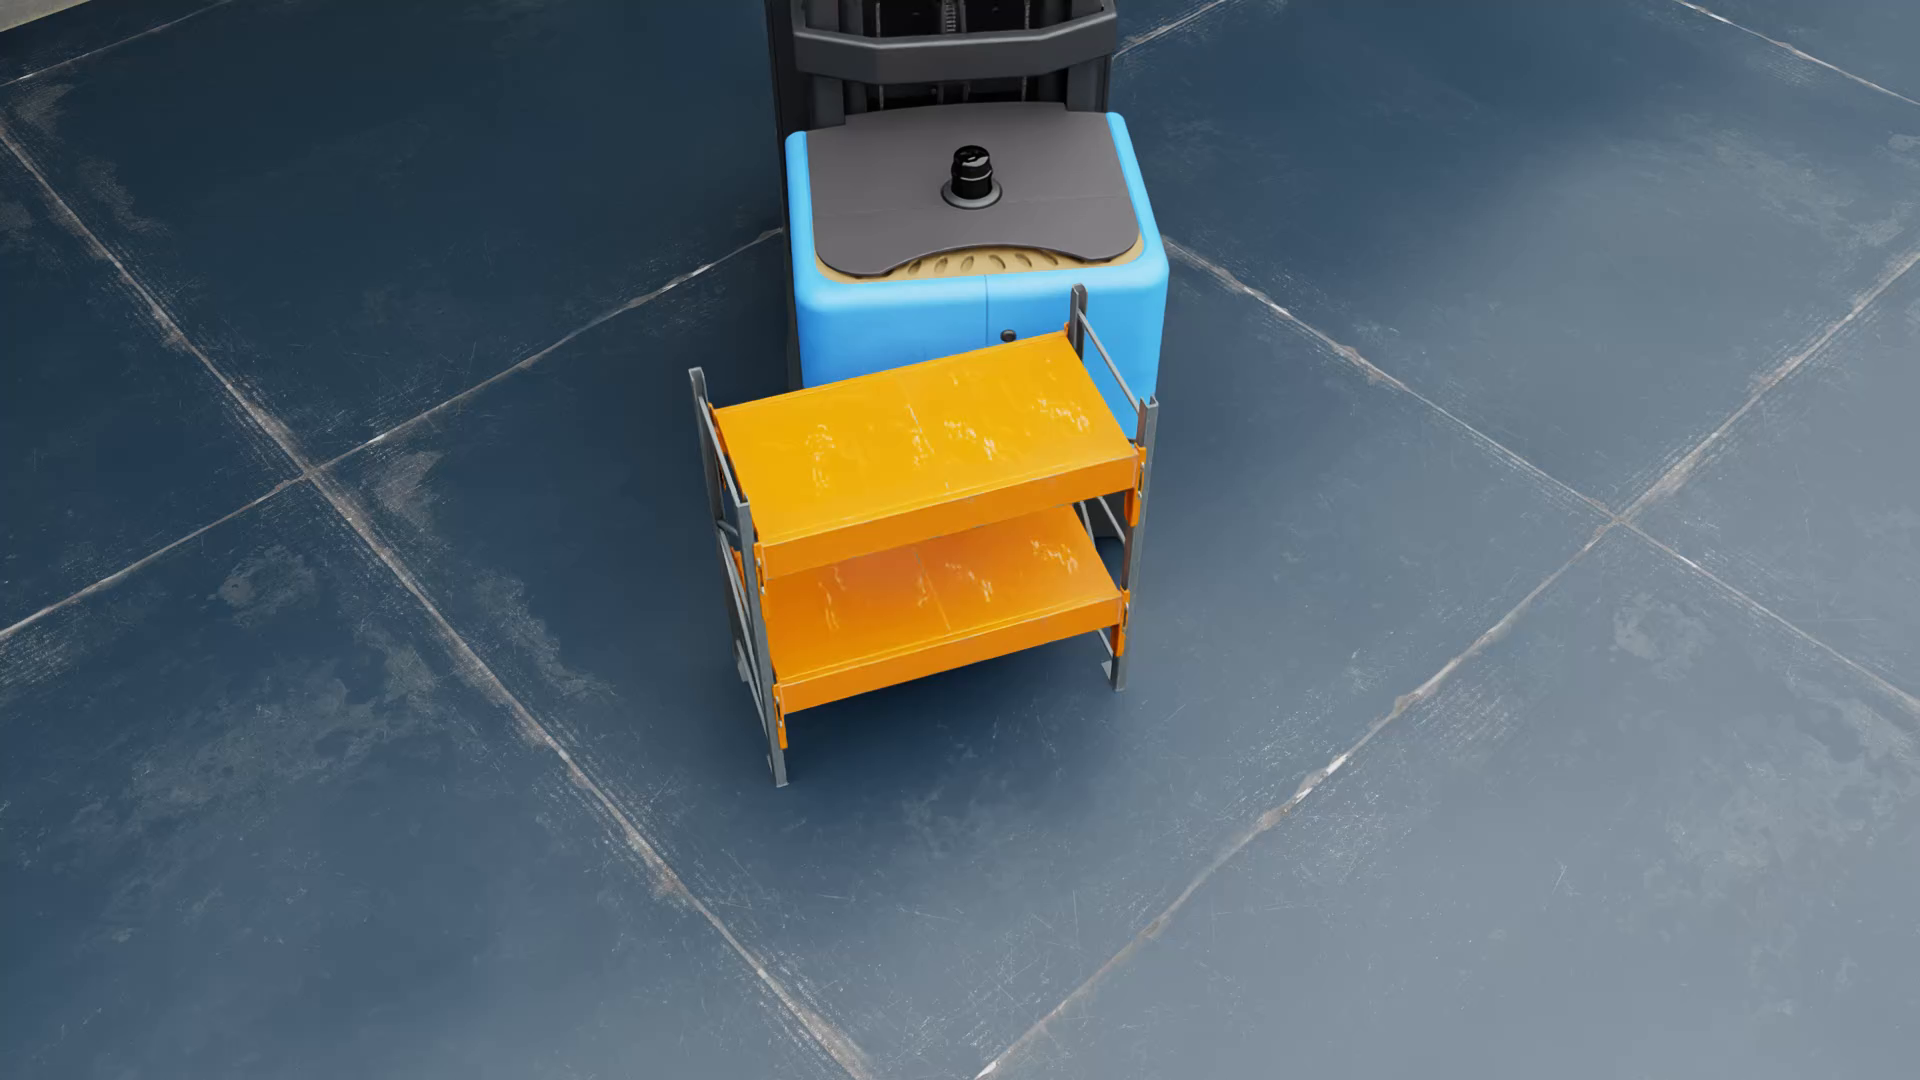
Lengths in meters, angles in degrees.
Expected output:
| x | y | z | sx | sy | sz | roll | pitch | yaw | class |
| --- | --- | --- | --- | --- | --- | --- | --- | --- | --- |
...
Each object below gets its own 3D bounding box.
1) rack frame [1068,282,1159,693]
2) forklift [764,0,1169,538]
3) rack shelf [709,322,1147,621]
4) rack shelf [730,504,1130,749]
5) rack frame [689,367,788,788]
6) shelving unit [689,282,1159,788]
| x | y | z | sx | sy | sz | roll | pitch | yaw | class |
| --- | --- | --- | --- | --- | --- | --- | --- | --- | --- |
| 0.386 | -0.114 | 4.590 | 0.032 | 1.125 | 0.500 | -14 | 49 | -13 | rack frame |
| -0.087 | -2.032 | 5.130 | 1.130 | 2.935 | 3.031 | -5 | 47 | -4 | forklift |
| -0.095 | -0.191 | 4.262 | 1.000 | 0.278 | 0.538 | -14 | 49 | -13 | rack shelf |
| -0.095 | 0.174 | 4.657 | 1.000 | 0.278 | 0.538 | -14 | 49 | -13 | rack shelf |
| -0.575 | 0.130 | 4.365 | 0.032 | 1.125 | 0.500 | -14 | 49 | -13 | rack frame |
| -0.095 | 0.008 | 4.477 | 1.048 | 1.125 | 0.538 | -14 | 49 | -13 | shelving unit |
